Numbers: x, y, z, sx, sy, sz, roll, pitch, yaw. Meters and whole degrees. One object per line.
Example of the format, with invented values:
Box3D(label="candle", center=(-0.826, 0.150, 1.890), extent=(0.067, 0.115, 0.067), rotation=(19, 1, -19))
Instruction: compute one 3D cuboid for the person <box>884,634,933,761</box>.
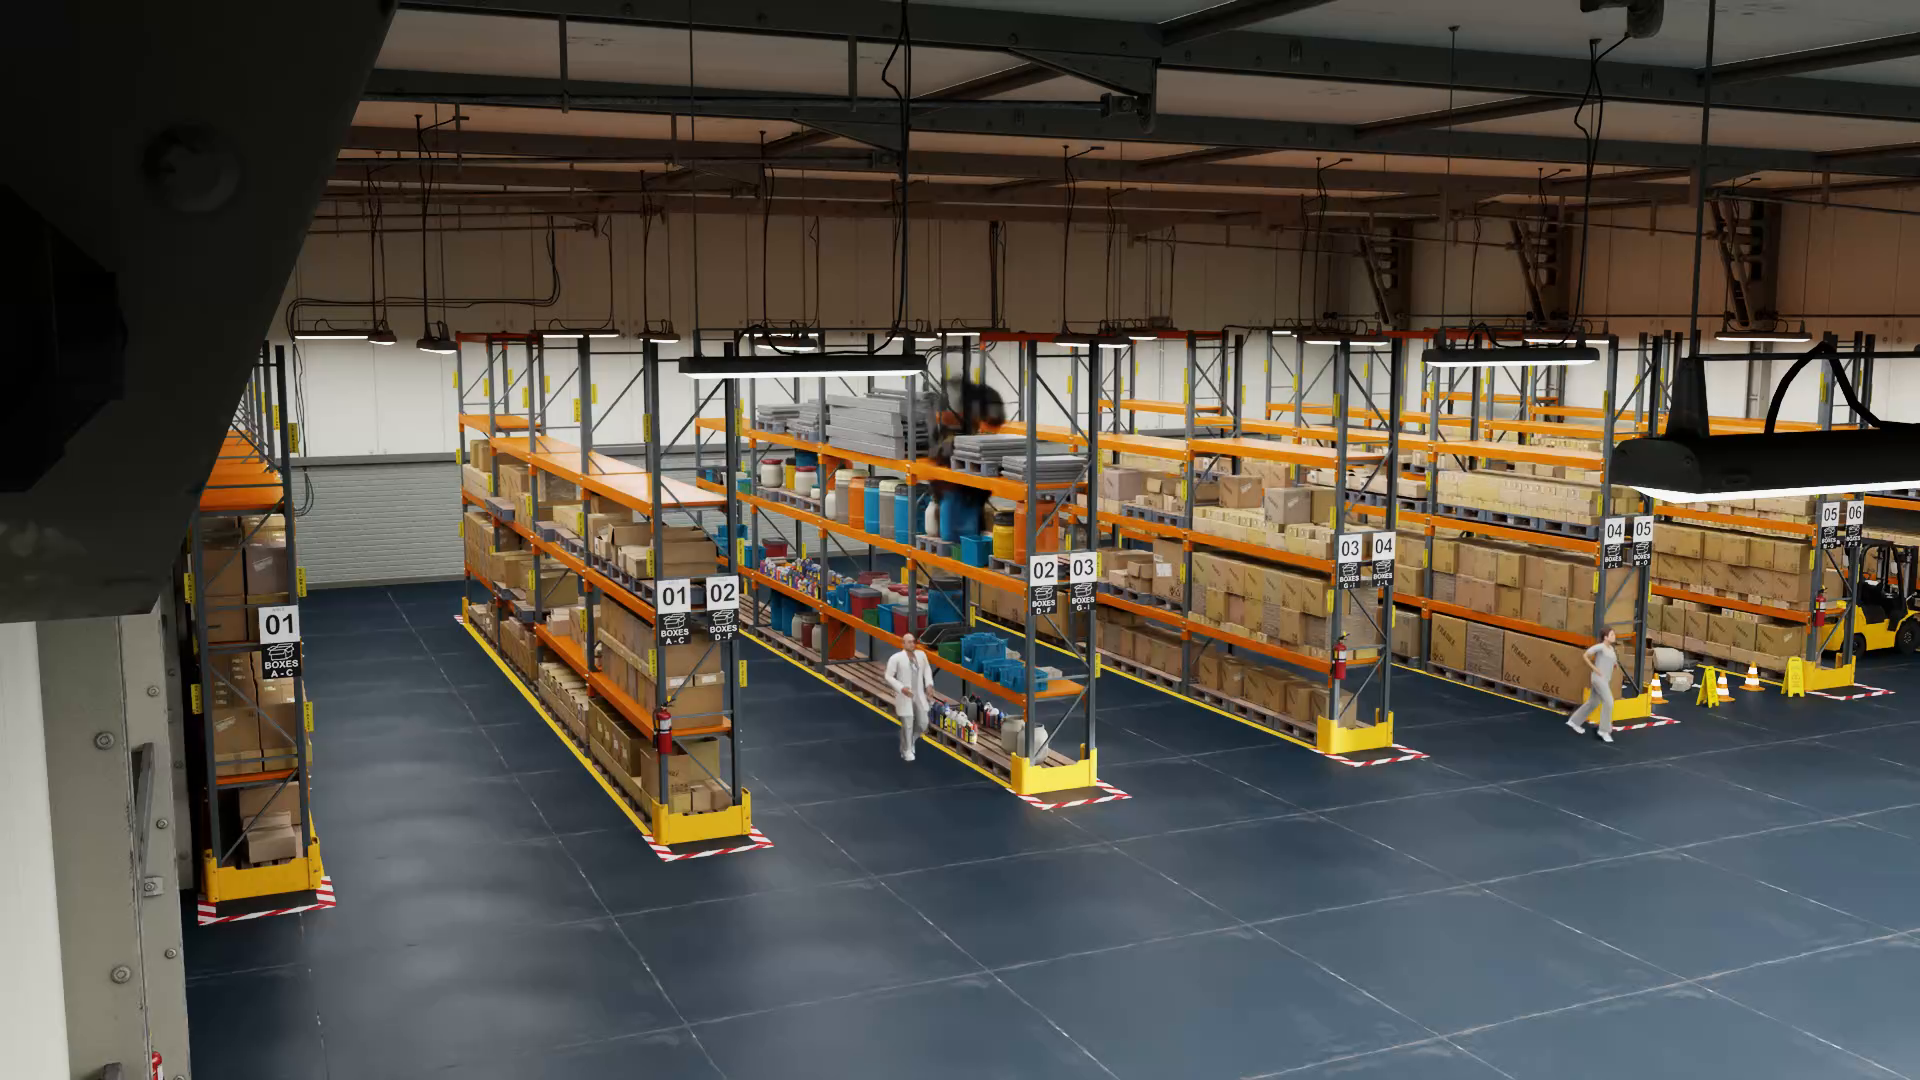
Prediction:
Box3D(label="person", center=(-0.661, 2.140, 22.602), extent=(0.759, 1.753, 0.610), rotation=(-4, 9, -30))

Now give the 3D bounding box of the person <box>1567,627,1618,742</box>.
Box3D(label="person", center=(9.623, 2.152, 25.106), extent=(0.763, 1.720, 0.564), rotation=(7, 10, 41))

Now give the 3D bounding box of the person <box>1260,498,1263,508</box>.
Box3D(label="person", center=(7.842, -0.415, 44.061), extent=(0.674, 1.629, 0.666), rotation=(0, 8, 3))
